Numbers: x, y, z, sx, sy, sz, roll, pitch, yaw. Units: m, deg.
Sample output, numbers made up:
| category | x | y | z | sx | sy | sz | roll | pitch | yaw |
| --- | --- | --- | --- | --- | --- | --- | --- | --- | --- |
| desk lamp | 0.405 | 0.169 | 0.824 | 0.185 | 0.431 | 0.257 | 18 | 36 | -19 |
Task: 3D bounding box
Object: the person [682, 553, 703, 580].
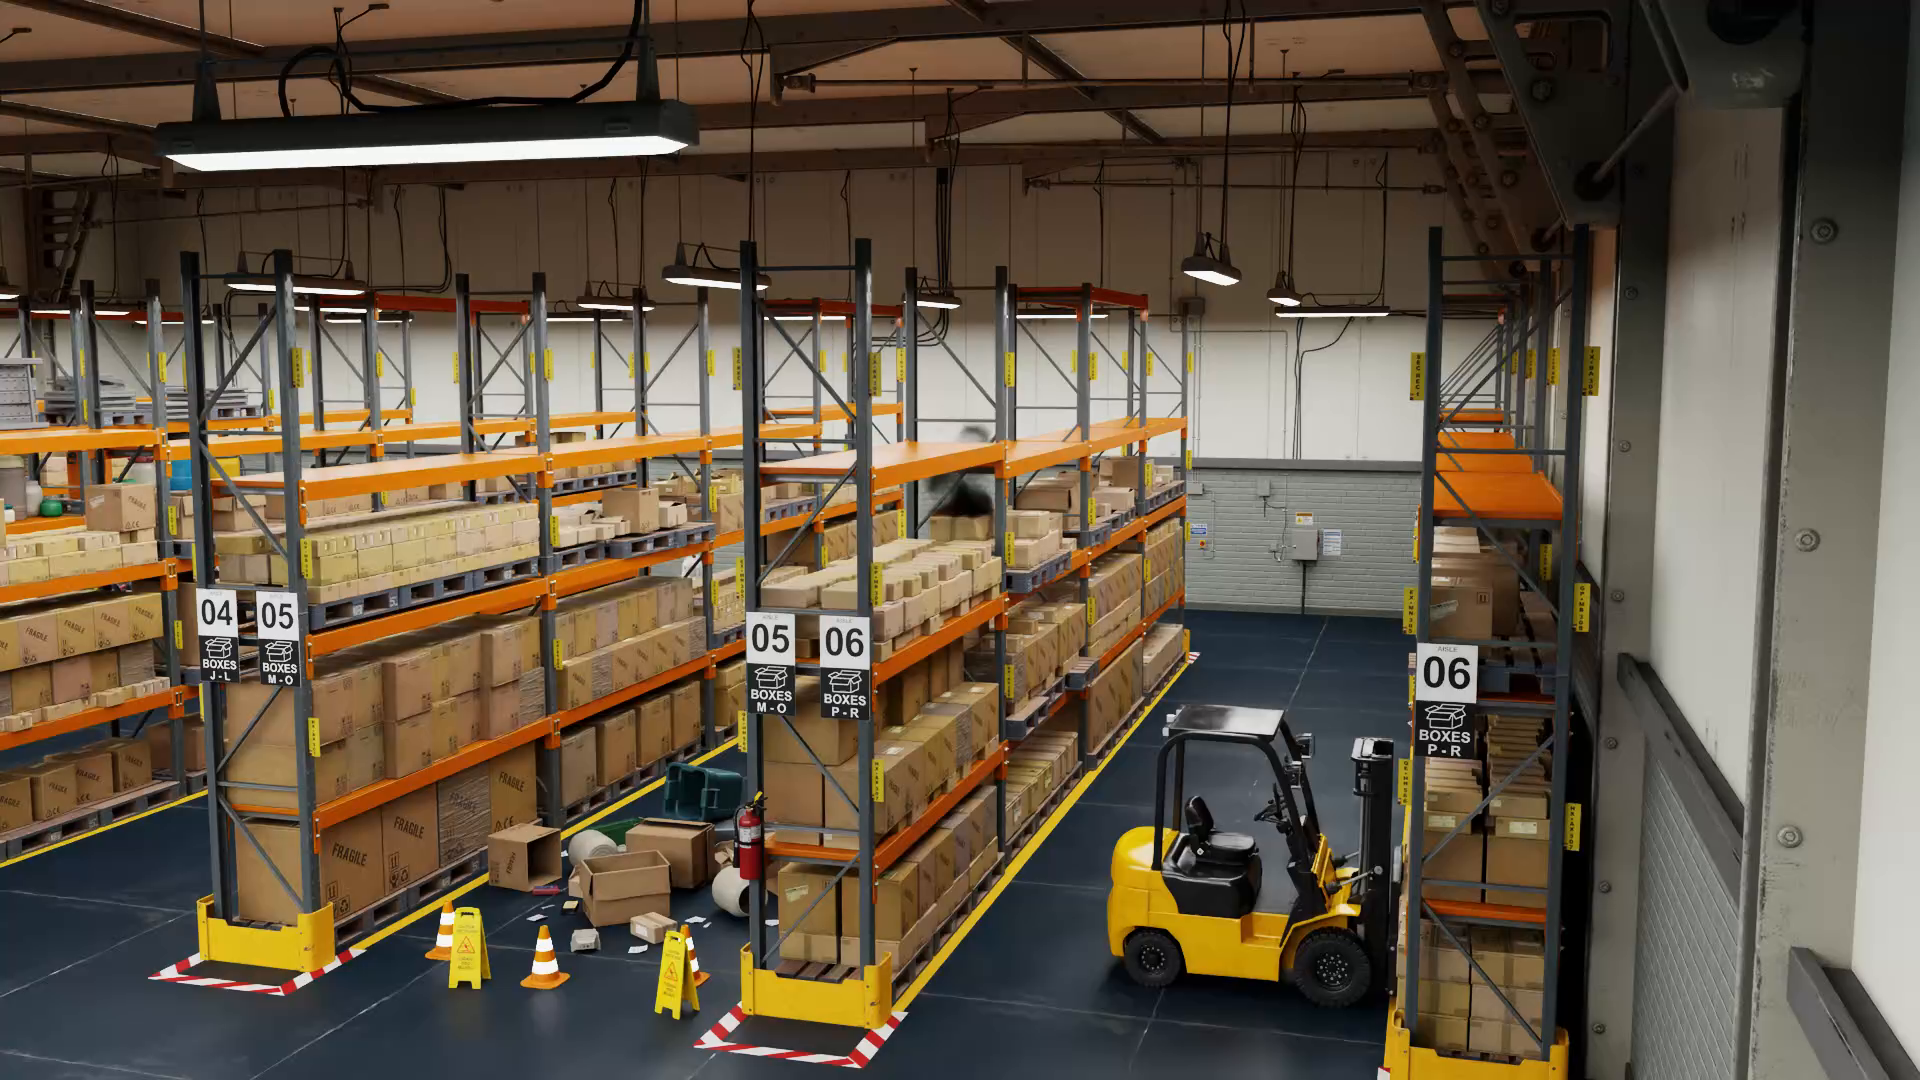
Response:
| category | x | y | z | sx | sy | sz | roll | pitch | yaw |
| --- | --- | --- | --- | --- | --- | --- | --- | --- | --- |
| person | -4.928 | 0.856 | 31.283 | 0.640 | 1.670 | 0.576 | -4 | 8 | -32 |
